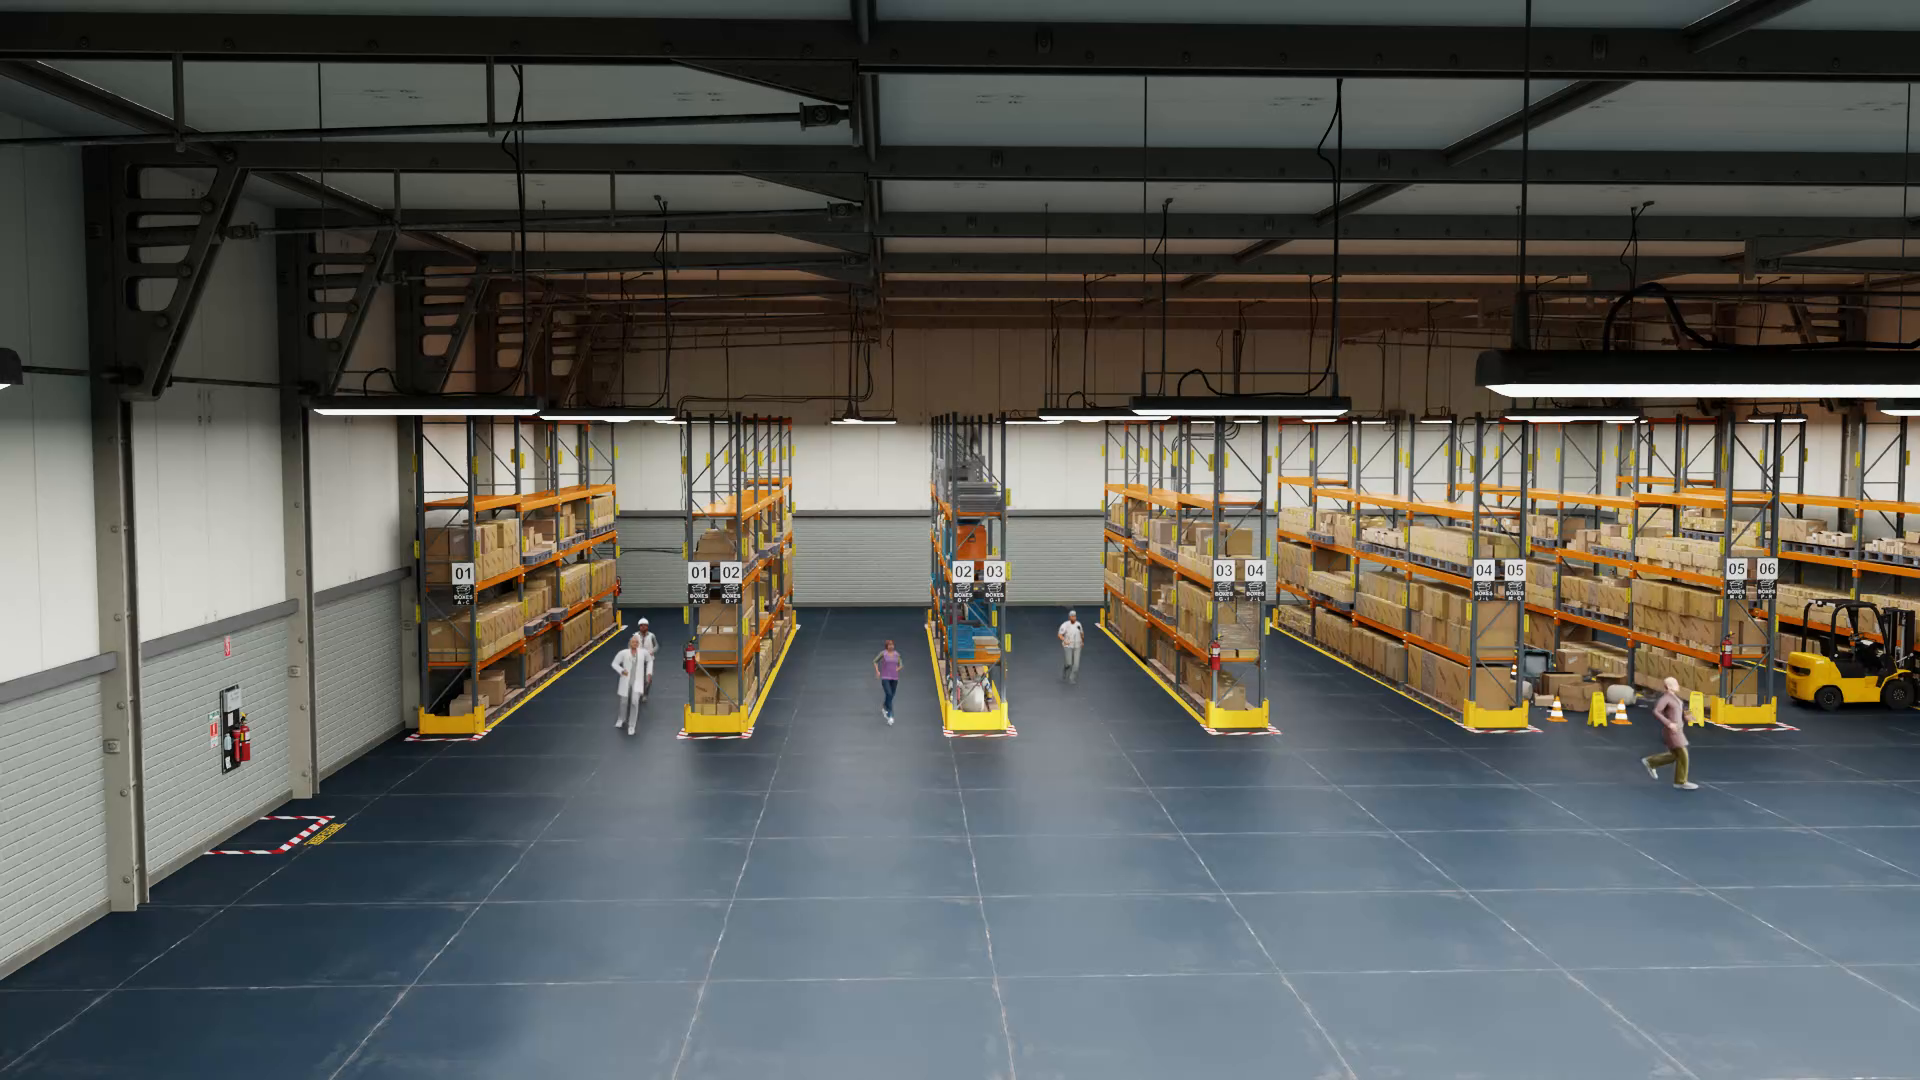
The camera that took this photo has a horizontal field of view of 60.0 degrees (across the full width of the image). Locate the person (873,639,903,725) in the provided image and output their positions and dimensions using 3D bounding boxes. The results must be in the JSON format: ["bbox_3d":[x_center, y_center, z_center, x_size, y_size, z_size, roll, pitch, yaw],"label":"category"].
[{"bbox_3d":[-1.380,2.735,32.242,0.523,1.610,0.761,-2,4,-24],"label":"person"}]

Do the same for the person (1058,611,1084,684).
[{"bbox_3d":[2.497,2.388,37.111,0.596,1.621,0.544,-1,4,-14],"label":"person"}]

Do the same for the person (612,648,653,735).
[{"bbox_3d":[-6.165,2.832,31.317,0.767,1.612,0.877,-1,4,-12],"label":"person"}]

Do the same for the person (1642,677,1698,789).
[{"bbox_3d":[11.277,3.052,26.403,0.897,1.745,0.684,3,5,39],"label":"person"}]

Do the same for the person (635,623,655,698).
[{"bbox_3d":[-6.617,2.501,34.556,0.529,1.620,0.533,-1,4,-11],"label":"person"}]
